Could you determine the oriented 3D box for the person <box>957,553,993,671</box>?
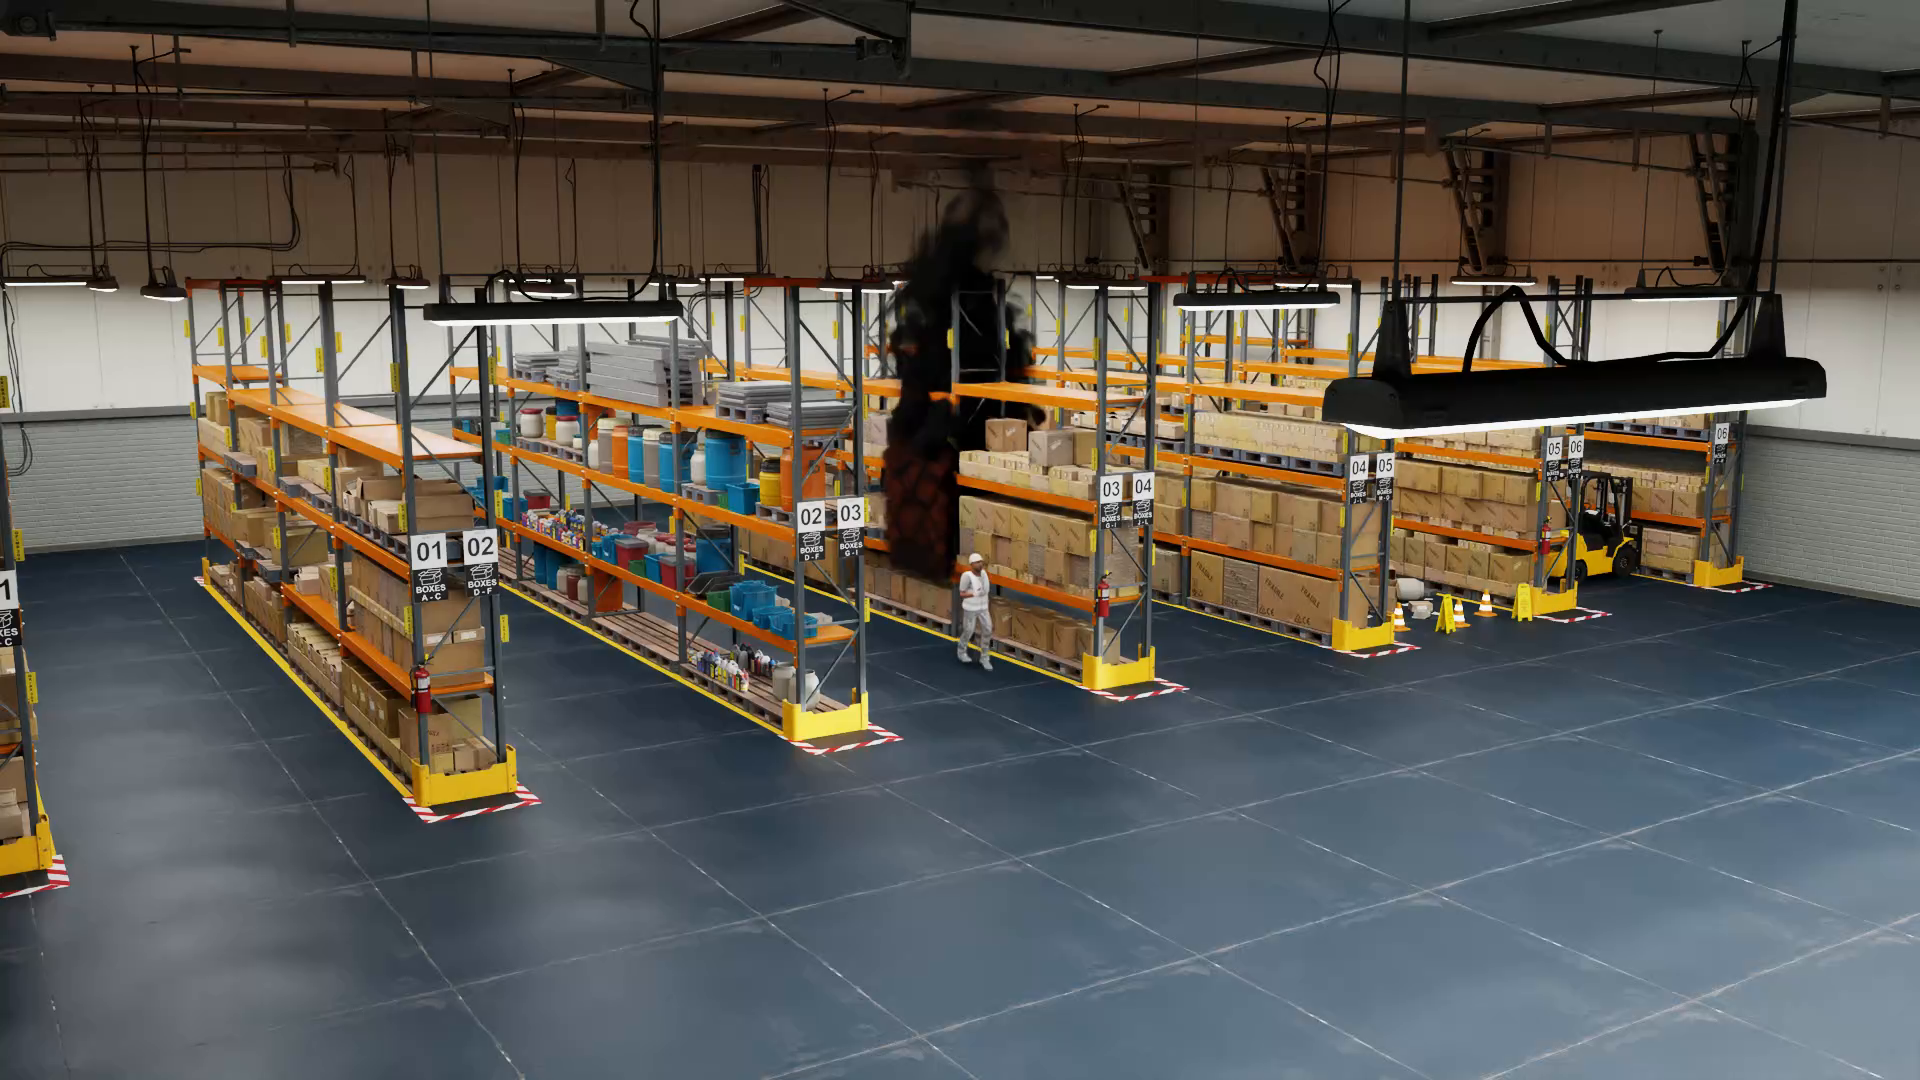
[{"bbox_3d":[0.247,1.108,25.979,0.670,1.825,0.750,-7,12,-36],"label":"person"}]
